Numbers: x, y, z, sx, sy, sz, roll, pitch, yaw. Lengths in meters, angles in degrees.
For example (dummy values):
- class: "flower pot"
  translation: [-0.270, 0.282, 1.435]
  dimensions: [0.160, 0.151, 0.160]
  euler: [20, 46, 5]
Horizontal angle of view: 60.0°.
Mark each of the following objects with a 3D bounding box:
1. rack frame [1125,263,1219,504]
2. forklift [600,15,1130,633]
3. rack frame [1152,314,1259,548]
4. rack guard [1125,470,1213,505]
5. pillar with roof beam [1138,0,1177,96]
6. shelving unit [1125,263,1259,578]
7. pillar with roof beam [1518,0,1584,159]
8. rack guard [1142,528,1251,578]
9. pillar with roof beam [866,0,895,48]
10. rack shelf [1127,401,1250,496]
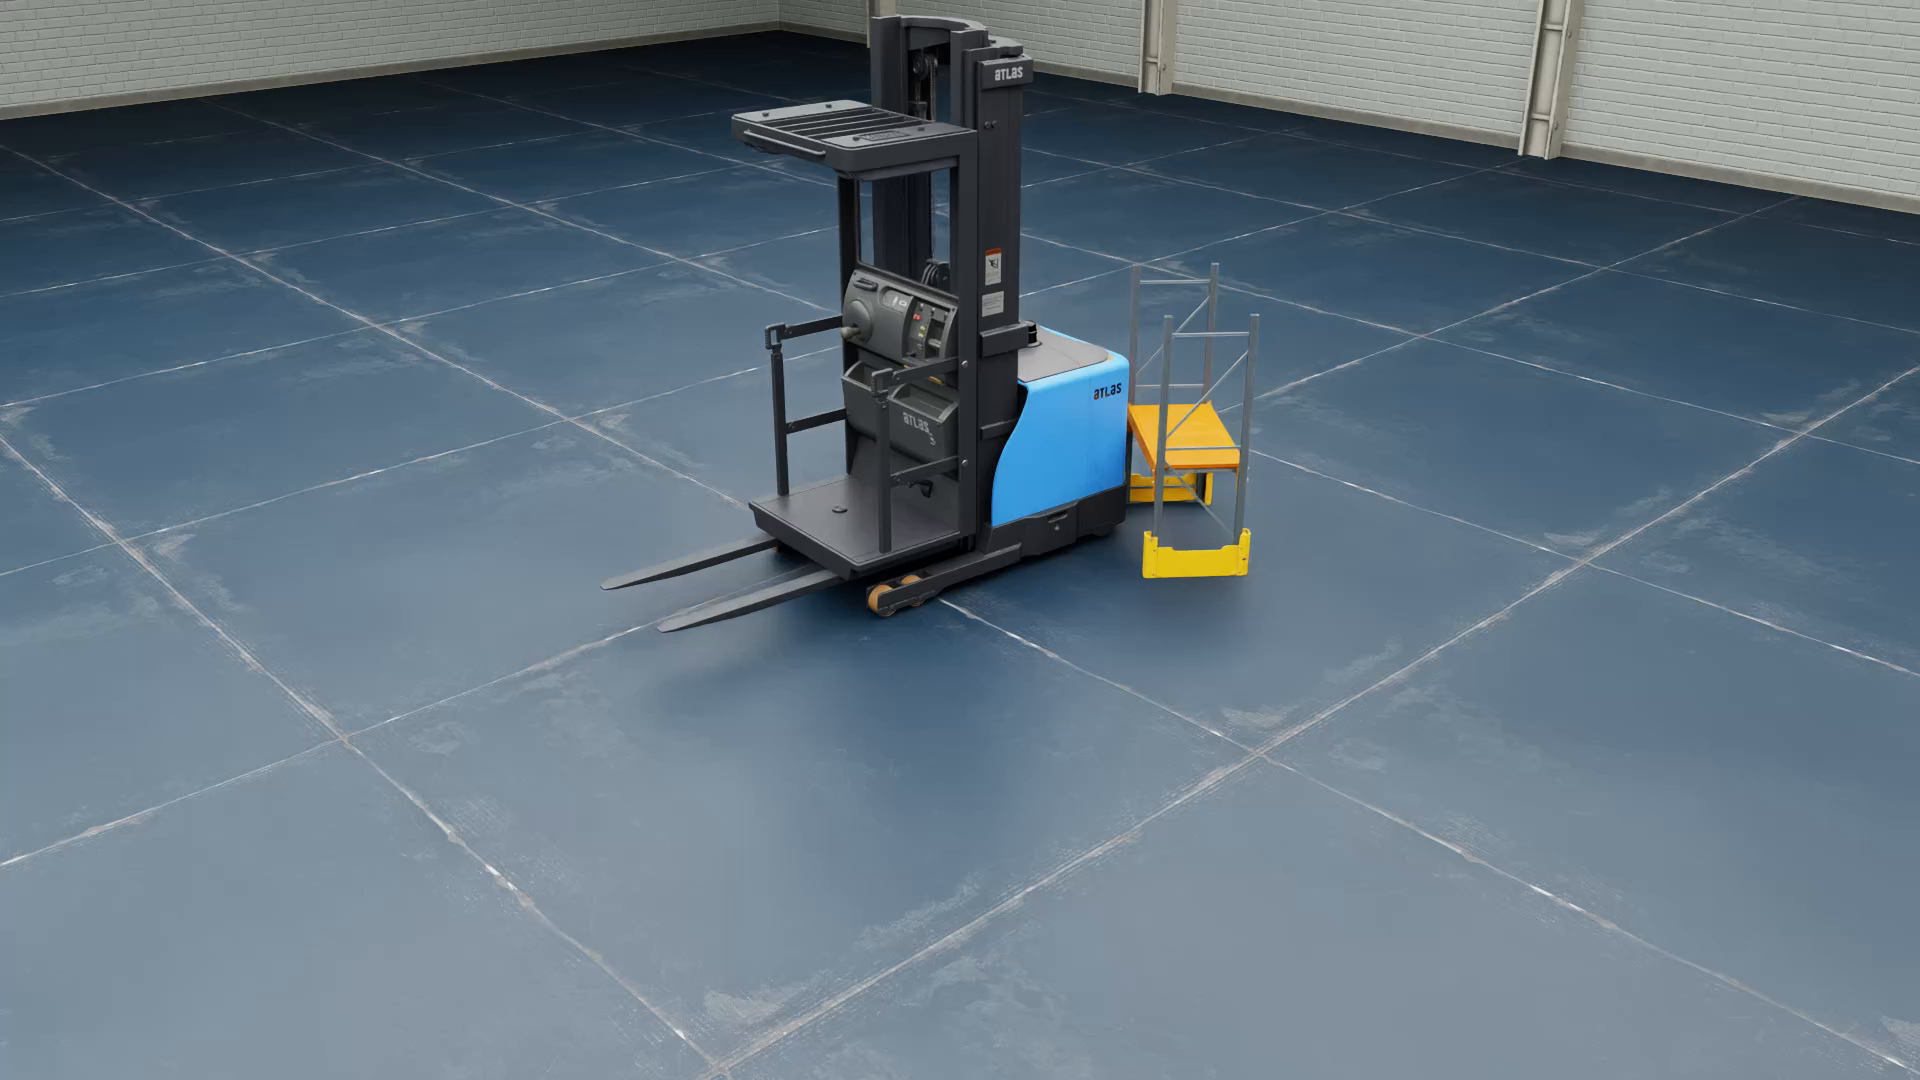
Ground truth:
- class: "rack frame"
  translation: [1.250, -0.915, 9.948]
  dimensions: [0.500, 1.500, 0.032]
  euler: [-2, 25, -4]
- class: "forklift"
  translation: [-0.491, -1.173, 8.790]
  dimensions: [3.031, 2.935, 1.130]
  euler: [-18, 30, -34]
- class: "rack frame"
  translation: [1.319, -0.494, 9.025]
  dimensions: [0.500, 1.500, 0.032]
  euler: [-2, 25, -4]
- class: "rack guard"
  translation: [1.251, -0.338, 10.190]
  dimensions: [0.587, 0.250, 0.087]
  euler: [-2, 25, -4]
- class: "pillar with roof beam"
  translation: [-0.351, -9.269, 19.227]
  dimensions: [9.100, 9.000, 0.400]
  euler: [-21, 32, -38]
- class: "shelving unit"
  translation: [1.285, -0.701, 9.478]
  dimensions: [0.587, 1.500, 1.083]
  euler: [-2, 25, -4]
- class: "pillar with roof beam"
  translation: [3.750, -7.452, 15.242]
  dimensions: [9.100, 9.000, 0.400]
  euler: [-21, 32, -38]
- class: "rack guard"
  translation: [1.318, 0.074, 9.286]
  dimensions: [0.587, 0.250, 0.087]
  euler: [-2, 25, -4]
- class: "pillar with roof beam"
  translation: [-4.452, -11.087, 23.211]
  dimensions: [9.100, 9.000, 0.400]
  euler: [-21, 32, -38]
- class: "rack shelf"
  translation: [1.284, -0.541, 9.561]
  dimensions: [0.538, 0.185, 1.000]
  euler: [-2, 25, -4]
